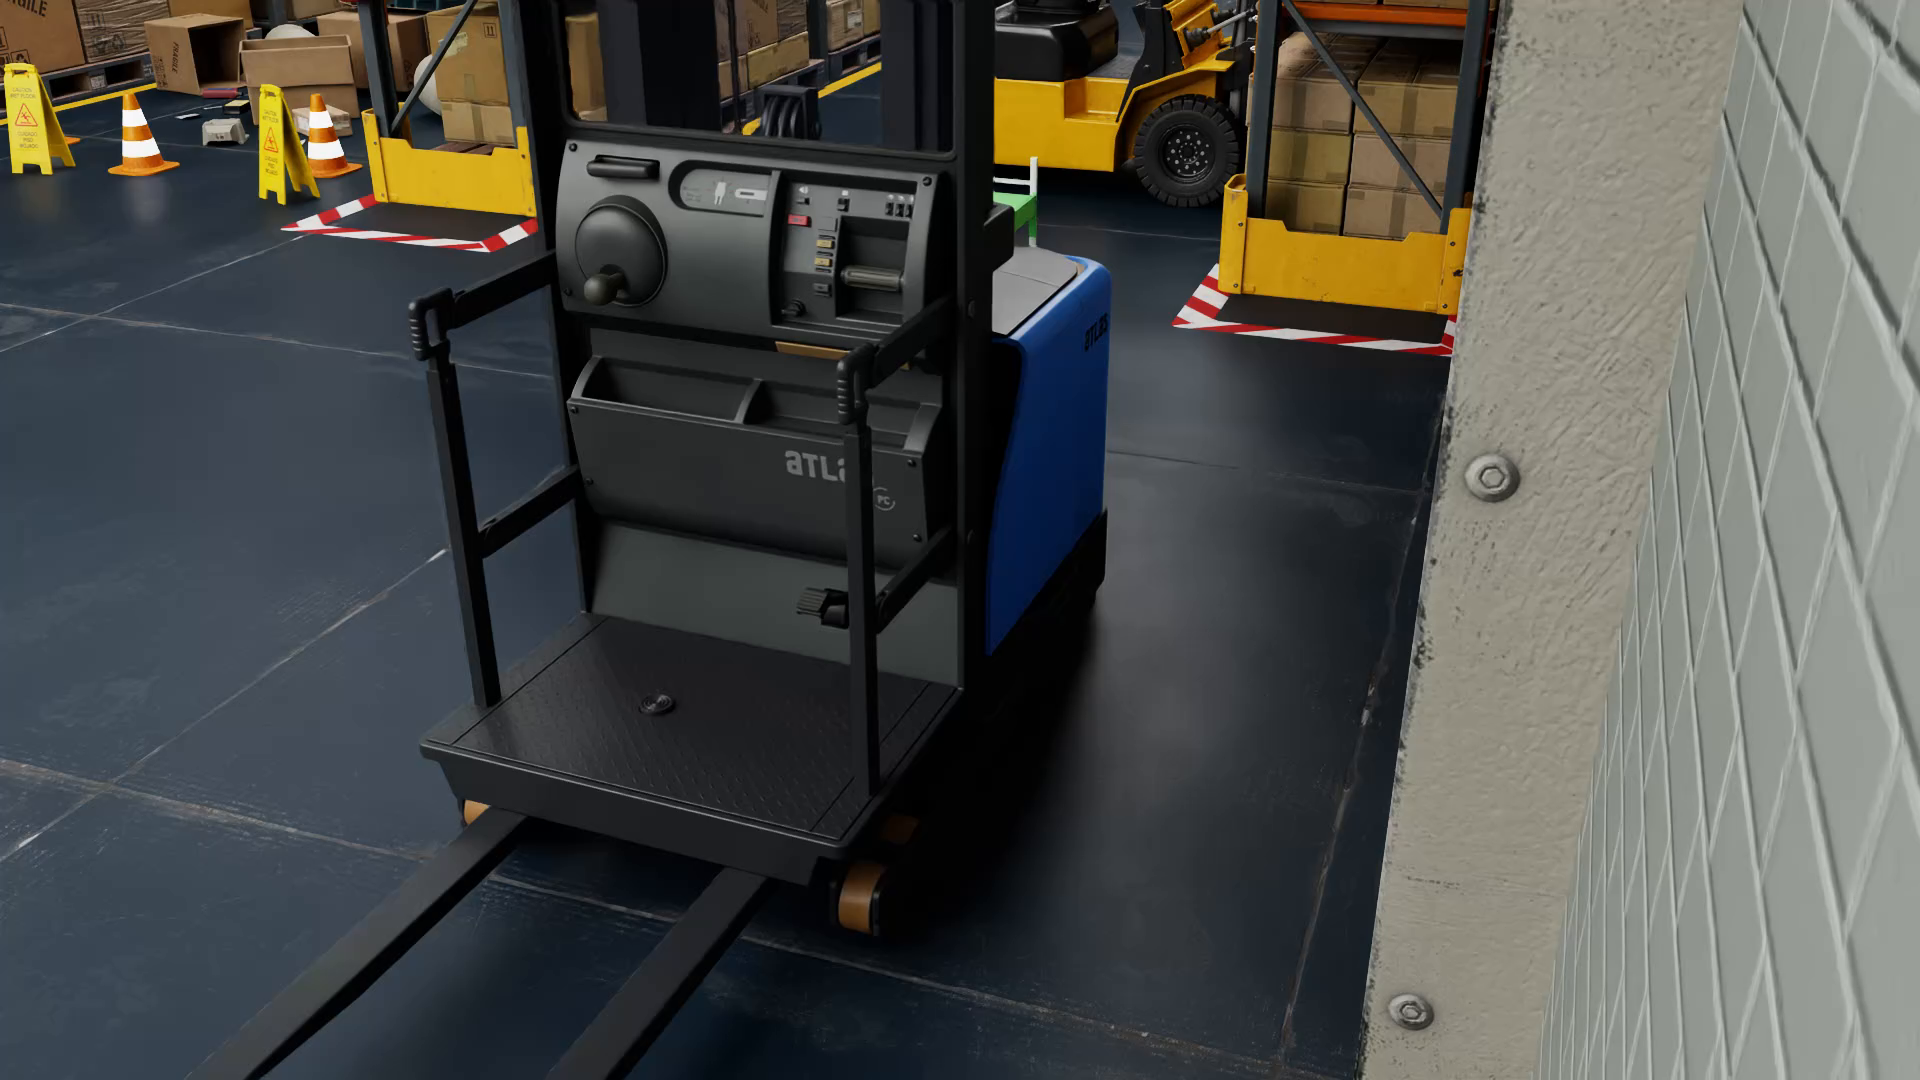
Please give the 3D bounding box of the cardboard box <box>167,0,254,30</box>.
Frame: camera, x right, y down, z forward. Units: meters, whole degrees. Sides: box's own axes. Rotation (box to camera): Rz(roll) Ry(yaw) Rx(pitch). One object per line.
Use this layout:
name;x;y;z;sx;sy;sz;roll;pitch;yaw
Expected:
cardboard box;-6.475;-4.573;13.525;0.875;0.875;0.875;9;27;18

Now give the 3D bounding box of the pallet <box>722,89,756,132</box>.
pallet;-2.093;-2.873;11.257;1.003;0.211;1.213;9;27;17

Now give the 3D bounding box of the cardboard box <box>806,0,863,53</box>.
cardboard box;-1.326;-4.134;13.196;0.950;0.372;0.625;9;27;18

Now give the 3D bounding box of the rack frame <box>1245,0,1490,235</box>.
rack frame;1.852;-2.550;7.391;1.000;3.000;0.127;9;27;17

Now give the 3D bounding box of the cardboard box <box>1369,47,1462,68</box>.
cardboard box;2.354;-2.327;8.457;0.500;0.250;0.500;9;27;18

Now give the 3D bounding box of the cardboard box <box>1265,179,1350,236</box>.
cardboard box;1.711;-1.740;8.392;0.500;0.250;0.500;9;27;18

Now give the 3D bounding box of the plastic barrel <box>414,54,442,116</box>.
plastic barrel;-3.570;-3.177;11.642;0.421;0.421;0.512;-14;29;-27

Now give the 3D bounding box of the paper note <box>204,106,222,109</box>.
paper note;-5.391;-3.121;12.000;0.123;0.001;0.032;-20;33;-36

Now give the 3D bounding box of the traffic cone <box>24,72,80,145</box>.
traffic cone;-6.015;-2.815;10.849;0.336;0.463;0.334;9;27;17

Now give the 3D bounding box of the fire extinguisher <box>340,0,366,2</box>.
fire extinguisher;-3.302;-3.253;8.932;0.296;0.674;0.183;9;27;17

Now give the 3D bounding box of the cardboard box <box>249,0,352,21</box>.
cardboard box;-6.078;-5.033;14.619;1.050;0.750;0.750;9;27;17

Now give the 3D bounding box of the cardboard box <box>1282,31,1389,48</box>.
cardboard box;2.034;-2.605;9.031;0.500;0.250;0.500;9;27;18

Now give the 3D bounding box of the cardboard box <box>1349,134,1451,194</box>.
cardboard box;2.205;-1.889;8.126;0.500;0.250;0.500;9;27;18

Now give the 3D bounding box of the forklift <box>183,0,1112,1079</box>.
forklift;-0.565;-0.641;3.527;1.130;2.935;3.031;10;28;19

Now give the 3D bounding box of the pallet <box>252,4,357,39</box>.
pallet;-6.015;-4.661;14.951;1.003;0.211;1.213;9;27;17

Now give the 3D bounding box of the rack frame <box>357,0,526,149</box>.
rack frame;-2.830;-3.268;8.874;1.000;3.000;0.127;9;27;17

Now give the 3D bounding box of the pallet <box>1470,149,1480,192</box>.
pallet;2.475;-2.115;9.692;1.003;0.211;1.213;9;27;17

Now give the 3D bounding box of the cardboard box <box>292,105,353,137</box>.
cardboard box;-4.299;-2.816;11.212;0.250;0.149;0.380;-20;33;-36

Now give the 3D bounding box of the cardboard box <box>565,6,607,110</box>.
cardboard box;-2.293;-2.858;9.841;0.500;0.500;0.500;8;27;16

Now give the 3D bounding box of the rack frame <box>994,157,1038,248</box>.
rack frame;0.136;-0.708;5.653;0.240;1.200;0.015;9;27;17

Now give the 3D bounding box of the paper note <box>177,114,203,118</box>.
paper note;-5.422;-2.988;11.705;0.144;0.017;0.142;20;32;35

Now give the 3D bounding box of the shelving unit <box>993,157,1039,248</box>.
shelving unit;0.055;-0.608;5.445;0.258;1.200;0.503;9;27;17

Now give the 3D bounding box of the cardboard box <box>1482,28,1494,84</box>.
cardboard box;2.707;-2.741;9.311;0.500;0.250;0.500;8;27;16

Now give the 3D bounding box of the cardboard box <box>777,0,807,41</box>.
cardboard box;-1.442;-3.919;12.031;0.500;0.500;0.500;8;27;17

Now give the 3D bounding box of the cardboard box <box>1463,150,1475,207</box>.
cardboard box;2.394;-1.878;8.677;0.500;0.250;0.500;9;27;18

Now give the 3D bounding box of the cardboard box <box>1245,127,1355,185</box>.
cardboard box;1.719;-1.972;8.296;0.500;0.250;0.500;8;27;17

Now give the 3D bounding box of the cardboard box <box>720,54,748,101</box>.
cardboard box;-1.783;-3.153;11.309;0.500;0.250;0.500;9;27;18

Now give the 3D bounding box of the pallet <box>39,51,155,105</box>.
pallet;-6.931;-3.529;12.613;1.003;0.211;1.213;9;27;17

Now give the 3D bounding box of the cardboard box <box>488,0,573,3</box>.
cardboard box;-2.639;-3.139;10.421;0.500;0.500;0.500;10;28;19

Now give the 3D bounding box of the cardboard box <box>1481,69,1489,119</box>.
cardboard box;2.708;-2.514;9.417;0.500;0.250;0.500;9;27;17

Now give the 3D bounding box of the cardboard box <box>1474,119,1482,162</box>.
cardboard box;2.706;-2.297;9.542;0.500;0.250;0.500;9;27;18

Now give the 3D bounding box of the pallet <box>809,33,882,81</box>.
pallet;-1.241;-3.977;13.538;1.003;0.211;1.213;9;27;17

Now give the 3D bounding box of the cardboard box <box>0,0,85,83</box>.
cardboard box;-7.077;-3.827;11.985;0.875;0.875;0.875;8;27;17

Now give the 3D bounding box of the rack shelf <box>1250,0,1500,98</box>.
rack shelf;2.518;-3.048;9.245;1.077;0.370;4.000;9;27;17

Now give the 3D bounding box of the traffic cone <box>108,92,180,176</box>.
traffic cone;-5.063;-2.511;10.222;0.336;0.463;0.334;9;27;17

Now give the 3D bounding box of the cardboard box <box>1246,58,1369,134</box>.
cardboard box;1.711;-2.186;8.165;0.500;0.250;0.500;10;27;19

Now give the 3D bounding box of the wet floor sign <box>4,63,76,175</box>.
wet floor sign;-5.674;-2.586;10.166;0.267;0.644;0.232;4;26;8

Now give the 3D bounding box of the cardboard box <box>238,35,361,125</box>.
cardboard box;-4.633;-3.233;11.667;0.797;0.503;0.637;-9;27;-18

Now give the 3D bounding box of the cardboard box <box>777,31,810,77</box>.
cardboard box;-1.442;-3.581;12.195;0.500;0.250;0.500;10;28;20

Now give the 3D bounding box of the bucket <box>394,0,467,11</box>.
bucket;-4.071;-4.409;13.242;0.726;0.611;0.620;20;22;35

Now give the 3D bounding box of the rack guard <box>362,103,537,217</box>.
rack guard;-2.804;-2.174;9.483;1.175;0.500;0.348;9;27;17

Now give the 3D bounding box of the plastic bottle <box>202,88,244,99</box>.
plastic bottle;-5.457;-3.319;12.352;0.283;0.061;0.133;0;26;-1

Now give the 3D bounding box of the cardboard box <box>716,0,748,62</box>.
cardboard box;-1.779;-3.500;11.165;0.500;0.500;0.500;10;28;20

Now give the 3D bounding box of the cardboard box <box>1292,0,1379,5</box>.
cardboard box;1.768;-2.835;7.865;0.500;0.500;0.500;8;27;16
